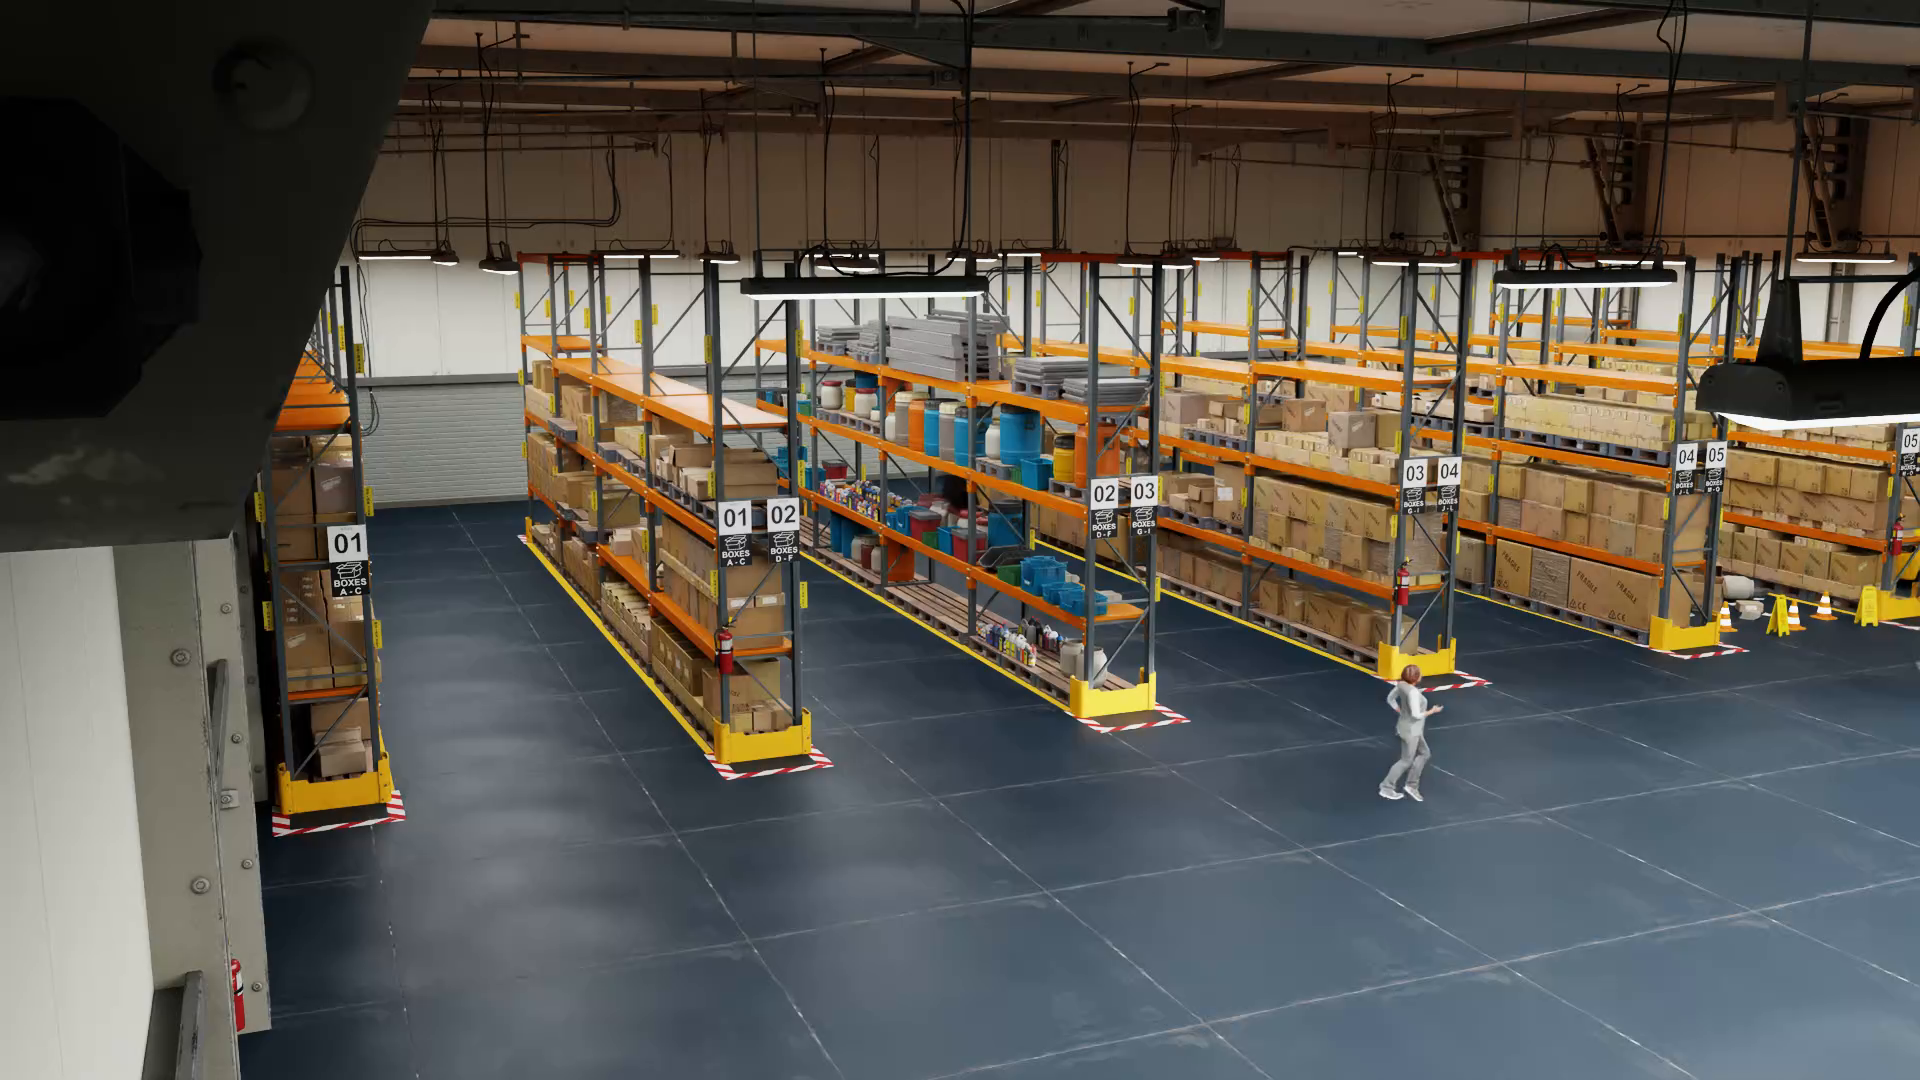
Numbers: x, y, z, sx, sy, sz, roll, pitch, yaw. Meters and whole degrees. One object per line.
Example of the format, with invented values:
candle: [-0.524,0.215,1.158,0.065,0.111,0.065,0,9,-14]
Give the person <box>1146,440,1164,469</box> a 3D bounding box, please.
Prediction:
person: [4.316,-1.423,37.934,0.712,1.801,0.626,-3,11,-17]

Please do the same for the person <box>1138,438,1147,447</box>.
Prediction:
person: [4.368,-2.007,41.615,0.521,1.566,0.718,-1,10,-4]

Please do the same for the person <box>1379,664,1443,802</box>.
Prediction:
person: [5.067,2.191,18.685,0.661,1.602,0.514,1,10,5]
